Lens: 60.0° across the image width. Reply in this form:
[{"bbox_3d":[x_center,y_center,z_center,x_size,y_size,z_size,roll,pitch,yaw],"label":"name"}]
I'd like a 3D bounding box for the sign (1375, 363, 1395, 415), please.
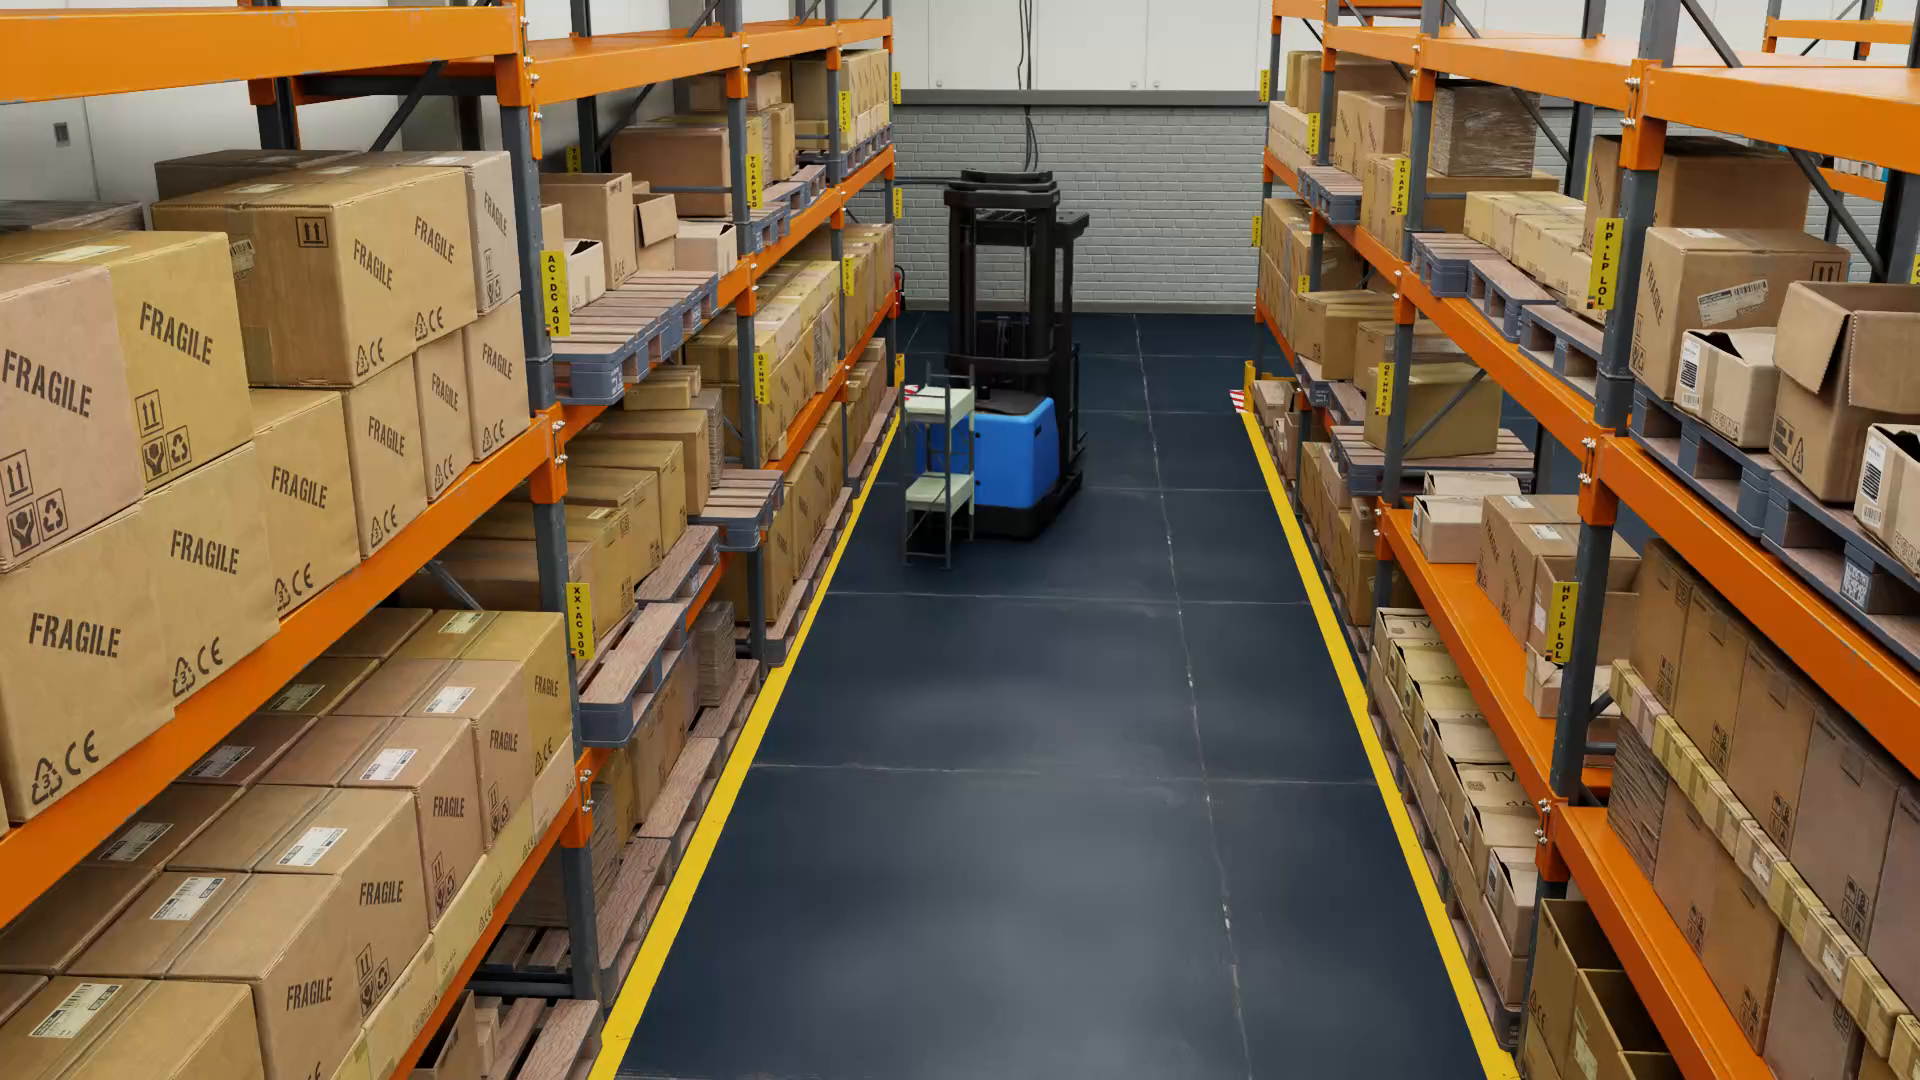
[{"bbox_3d":[2.608,-0.925,10.196,0.100,0.325,0.005,1,18,4],"label":"sign"}]

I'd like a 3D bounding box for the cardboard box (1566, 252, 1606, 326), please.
[{"bbox_3d":[2.953,-1.076,7.139,0.500,0.250,0.500,0,18,-1],"label":"cardboard box"}]

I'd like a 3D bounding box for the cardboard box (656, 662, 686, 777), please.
[{"bbox_3d":[-1.951,1.003,9.351,0.700,0.500,0.500,1,18,4],"label":"cardboard box"}]

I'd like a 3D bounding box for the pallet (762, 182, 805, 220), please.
[{"bbox_3d":[-1.721,-2.397,11.906,1.003,0.211,1.213,2,18,6],"label":"pallet"}]

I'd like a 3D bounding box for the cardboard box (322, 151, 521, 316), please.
[{"bbox_3d":[-1.844,-1.066,5.743,0.500,0.500,0.500,0,18,-1],"label":"cardboard box"}]

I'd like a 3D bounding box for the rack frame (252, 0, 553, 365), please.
[{"bbox_3d":[-2.078,-2.121,5.944,1.000,3.000,0.127,1,18,4],"label":"rack frame"}]

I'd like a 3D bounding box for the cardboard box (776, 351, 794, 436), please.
[{"bbox_3d":[-1.455,-1.018,11.543,0.500,0.500,0.500,2,18,6],"label":"cardboard box"}]

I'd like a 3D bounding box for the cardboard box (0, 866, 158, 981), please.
[{"bbox_3d":[-2.465,1.210,4.418,0.500,0.500,0.500,1,18,2],"label":"cardboard box"}]

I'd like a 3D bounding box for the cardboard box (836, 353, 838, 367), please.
[{"bbox_3d":[-1.247,-1.534,14.157,0.380,0.149,0.250,1,18,4],"label":"cardboard box"}]

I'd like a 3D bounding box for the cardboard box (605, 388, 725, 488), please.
[{"bbox_3d":[-1.815,-0.623,10.139,0.700,0.500,0.500,-1,18,-3],"label":"cardboard box"}]

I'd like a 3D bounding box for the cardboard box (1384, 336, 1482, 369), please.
[{"bbox_3d":[3.338,-1.128,11.713,0.700,0.500,0.500,5,19,14],"label":"cardboard box"}]

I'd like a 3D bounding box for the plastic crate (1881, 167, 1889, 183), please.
[{"bbox_3d":[8.124,-3.169,14.230,0.416,0.233,0.300,1,18,4],"label":"plastic crate"}]

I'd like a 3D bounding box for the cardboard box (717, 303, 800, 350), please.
[{"bbox_3d":[-1.432,-1.525,11.884,0.500,0.250,0.500,1,18,4],"label":"cardboard box"}]

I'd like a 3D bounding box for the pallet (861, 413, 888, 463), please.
[{"bbox_3d":[-1.287,-1.044,16.770,1.003,0.211,1.213,1,18,4],"label":"pallet"}]

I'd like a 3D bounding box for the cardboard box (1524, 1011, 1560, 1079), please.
[{"bbox_3d":[2.527,2.084,6.488,0.500,0.250,0.500,1,18,4],"label":"cardboard box"}]

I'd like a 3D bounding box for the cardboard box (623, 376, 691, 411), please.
[{"bbox_3d":[-1.795,-0.869,9.850,0.380,0.149,0.250,-2,18,-5],"label":"cardboard box"}]

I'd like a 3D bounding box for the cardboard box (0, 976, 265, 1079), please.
[{"bbox_3d":[-1.986,1.383,3.890,0.500,0.500,0.500,1,18,4],"label":"cardboard box"}]

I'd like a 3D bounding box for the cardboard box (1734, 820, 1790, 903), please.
[{"bbox_3d":[2.562,0.963,4.965,0.380,0.149,0.250,1,18,2],"label":"cardboard box"}]

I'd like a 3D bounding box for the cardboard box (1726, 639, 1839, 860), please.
[{"bbox_3d":[2.766,0.626,4.952,0.700,0.500,0.500,1,18,4],"label":"cardboard box"}]

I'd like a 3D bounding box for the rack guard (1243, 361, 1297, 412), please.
[{"bbox_3d":[3.718,-1.676,18.236,1.175,0.500,0.348,1,18,4],"label":"rack guard"}]

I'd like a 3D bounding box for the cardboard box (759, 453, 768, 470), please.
[{"bbox_3d":[-1.510,-0.578,11.240,0.380,0.149,0.250,2,18,5],"label":"cardboard box"}]

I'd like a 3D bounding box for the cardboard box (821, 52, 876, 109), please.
[{"bbox_3d":[-1.074,-4.404,15.930,0.500,0.500,0.500,0,18,1],"label":"cardboard box"}]

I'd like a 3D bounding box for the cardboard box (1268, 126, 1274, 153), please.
[{"bbox_3d":[3.433,-4.088,17.005,0.500,0.250,0.500,1,18,4],"label":"cardboard box"}]

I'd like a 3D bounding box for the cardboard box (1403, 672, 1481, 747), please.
[{"bbox_3d":[2.751,0.915,9.153,0.500,0.311,0.500,1,18,2],"label":"cardboard box"}]

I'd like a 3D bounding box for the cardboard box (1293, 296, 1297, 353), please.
[{"bbox_3d":[3.216,-1.854,14.603,0.500,0.500,0.500,2,18,5],"label":"cardboard box"}]

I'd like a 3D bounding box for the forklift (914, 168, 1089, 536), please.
[{"bbox_3d":[0.509,-1.846,14.850,1.130,2.935,3.031,5,19,15],"label":"forklift"}]

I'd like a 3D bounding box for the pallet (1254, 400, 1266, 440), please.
[{"bbox_3d":[3.661,-1.291,17.525,1.003,0.211,1.213,1,18,4],"label":"pallet"}]

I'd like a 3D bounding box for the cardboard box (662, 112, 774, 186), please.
[{"bbox_3d":[-1.753,-2.837,12.081,0.700,0.500,0.500,1,18,4],"label":"cardboard box"}]

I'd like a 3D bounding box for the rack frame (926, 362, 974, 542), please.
[{"bbox_3d":[-0.082,-0.716,13.701,0.400,1.500,0.023,5,19,14],"label":"rack frame"}]

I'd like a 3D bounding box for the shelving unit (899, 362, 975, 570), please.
[{"bbox_3d":[-0.176,-0.606,13.365,0.431,1.500,0.755,5,19,14],"label":"shelving unit"}]

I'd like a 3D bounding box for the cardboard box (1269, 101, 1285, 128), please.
[{"bbox_3d":[3.427,-4.326,16.928,0.500,0.250,0.500,1,18,4],"label":"cardboard box"}]

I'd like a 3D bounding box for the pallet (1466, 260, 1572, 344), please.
[{"bbox_3d":[3.113,-1.179,8.189,1.003,0.211,1.213,2,18,6],"label":"pallet"}]

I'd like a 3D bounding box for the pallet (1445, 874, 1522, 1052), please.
[{"bbox_3d":[2.877,1.935,7.680,1.003,0.211,1.213,1,18,4],"label":"pallet"}]

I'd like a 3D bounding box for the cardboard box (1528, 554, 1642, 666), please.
[{"bbox_3d":[2.972,0.390,7.755,0.500,0.500,0.500,3,18,8],"label":"cardboard box"}]

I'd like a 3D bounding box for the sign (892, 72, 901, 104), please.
[{"bbox_3d":[-0.678,-4.789,17.610,0.100,0.325,0.005,1,18,4],"label":"sign"}]

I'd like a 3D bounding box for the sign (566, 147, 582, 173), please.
[{"bbox_3d":[-2.345,-2.236,10.155,0.100,0.325,0.005,1,18,4],"label":"sign"}]

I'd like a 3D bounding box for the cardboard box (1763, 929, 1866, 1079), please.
[{"bbox_3d":[2.731,1.409,4.647,0.700,0.500,0.500,2,18,6],"label":"cardboard box"}]

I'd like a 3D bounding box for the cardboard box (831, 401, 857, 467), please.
[{"bbox_3d":[-1.349,-0.996,15.487,0.700,0.500,0.500,2,18,5],"label":"cardboard box"}]

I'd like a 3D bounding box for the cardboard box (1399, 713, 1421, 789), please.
[{"bbox_3d":[2.753,1.178,9.252,0.500,0.250,0.500,1,18,2],"label":"cardboard box"}]

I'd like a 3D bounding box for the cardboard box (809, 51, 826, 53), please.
[{"bbox_3d":[-1.557,-4.569,16.435,0.500,0.500,0.500,1,18,3],"label":"cardboard box"}]

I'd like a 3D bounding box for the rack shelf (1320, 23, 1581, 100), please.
[{"bbox_3d":[3.293,-3.343,11.472,1.077,0.370,4.000,1,18,4],"label":"rack shelf"}]

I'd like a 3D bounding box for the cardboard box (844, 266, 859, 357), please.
[{"bbox_3d":[-1.450,-2.065,14.927,0.980,0.700,0.700,2,18,5],"label":"cardboard box"}]

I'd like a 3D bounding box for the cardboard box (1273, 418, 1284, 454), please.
[{"bbox_3d":[3.248,-0.993,15.747,0.500,0.311,0.500,1,18,4],"label":"cardboard box"}]

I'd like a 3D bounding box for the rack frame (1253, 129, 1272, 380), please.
[{"bbox_3d":[3.723,-2.888,17.918,1.000,3.000,0.127,1,18,4],"label":"rack frame"}]

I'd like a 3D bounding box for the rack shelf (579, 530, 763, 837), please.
[{"bbox_3d":[-1.935,0.451,8.886,1.077,0.370,4.000,1,18,4],"label":"rack shelf"}]

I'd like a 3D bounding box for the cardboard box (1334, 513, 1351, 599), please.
[{"bbox_3d":[3.020,0.119,12.049,0.500,0.500,0.500,1,18,2],"label":"cardboard box"}]

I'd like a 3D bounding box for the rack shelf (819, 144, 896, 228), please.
[{"bbox_3d":[-1.361,-3.459,16.002,1.077,0.370,4.000,1,18,4],"label":"rack shelf"}]

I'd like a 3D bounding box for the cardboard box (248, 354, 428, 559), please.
[{"bbox_3d":[-1.919,-0.260,4.891,0.500,0.500,0.500,1,18,2],"label":"cardboard box"}]

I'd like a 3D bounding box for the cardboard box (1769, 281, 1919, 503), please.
[{"bbox_3d":[2.619,-0.393,4.422,0.797,0.503,0.637,3,18,10],"label":"cardboard box"}]

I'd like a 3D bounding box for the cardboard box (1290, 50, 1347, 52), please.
[{"bbox_3d":[3.703,-4.676,16.792,0.700,0.500,0.500,1,18,4],"label":"cardboard box"}]

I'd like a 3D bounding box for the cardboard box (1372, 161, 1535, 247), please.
[{"bbox_3d":[3.184,-2.171,10.752,0.910,0.500,0.500,1,18,4],"label":"cardboard box"}]

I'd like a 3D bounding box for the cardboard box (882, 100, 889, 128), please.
[{"bbox_3d":[-1.006,-4.365,17.015,0.500,0.250,0.500,2,18,6],"label":"cardboard box"}]

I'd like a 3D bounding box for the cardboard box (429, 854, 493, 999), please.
[{"bbox_3d":[-1.875,1.257,5.479,0.500,0.250,0.500,1,18,4],"label":"cardboard box"}]

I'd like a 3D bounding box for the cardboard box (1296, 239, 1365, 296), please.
[{"bbox_3d":[3.214,-2.331,14.453,0.500,0.500,0.500,1,18,4],"label":"cardboard box"}]

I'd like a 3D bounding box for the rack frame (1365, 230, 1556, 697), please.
[{"bbox_3d":[3.150,-0.403,10.336,1.000,3.000,0.127,1,18,4],"label":"rack frame"}]

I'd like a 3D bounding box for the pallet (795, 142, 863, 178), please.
[{"bbox_3d":[-1.436,-3.392,14.783,1.003,0.211,1.213,1,18,4],"label":"pallet"}]
